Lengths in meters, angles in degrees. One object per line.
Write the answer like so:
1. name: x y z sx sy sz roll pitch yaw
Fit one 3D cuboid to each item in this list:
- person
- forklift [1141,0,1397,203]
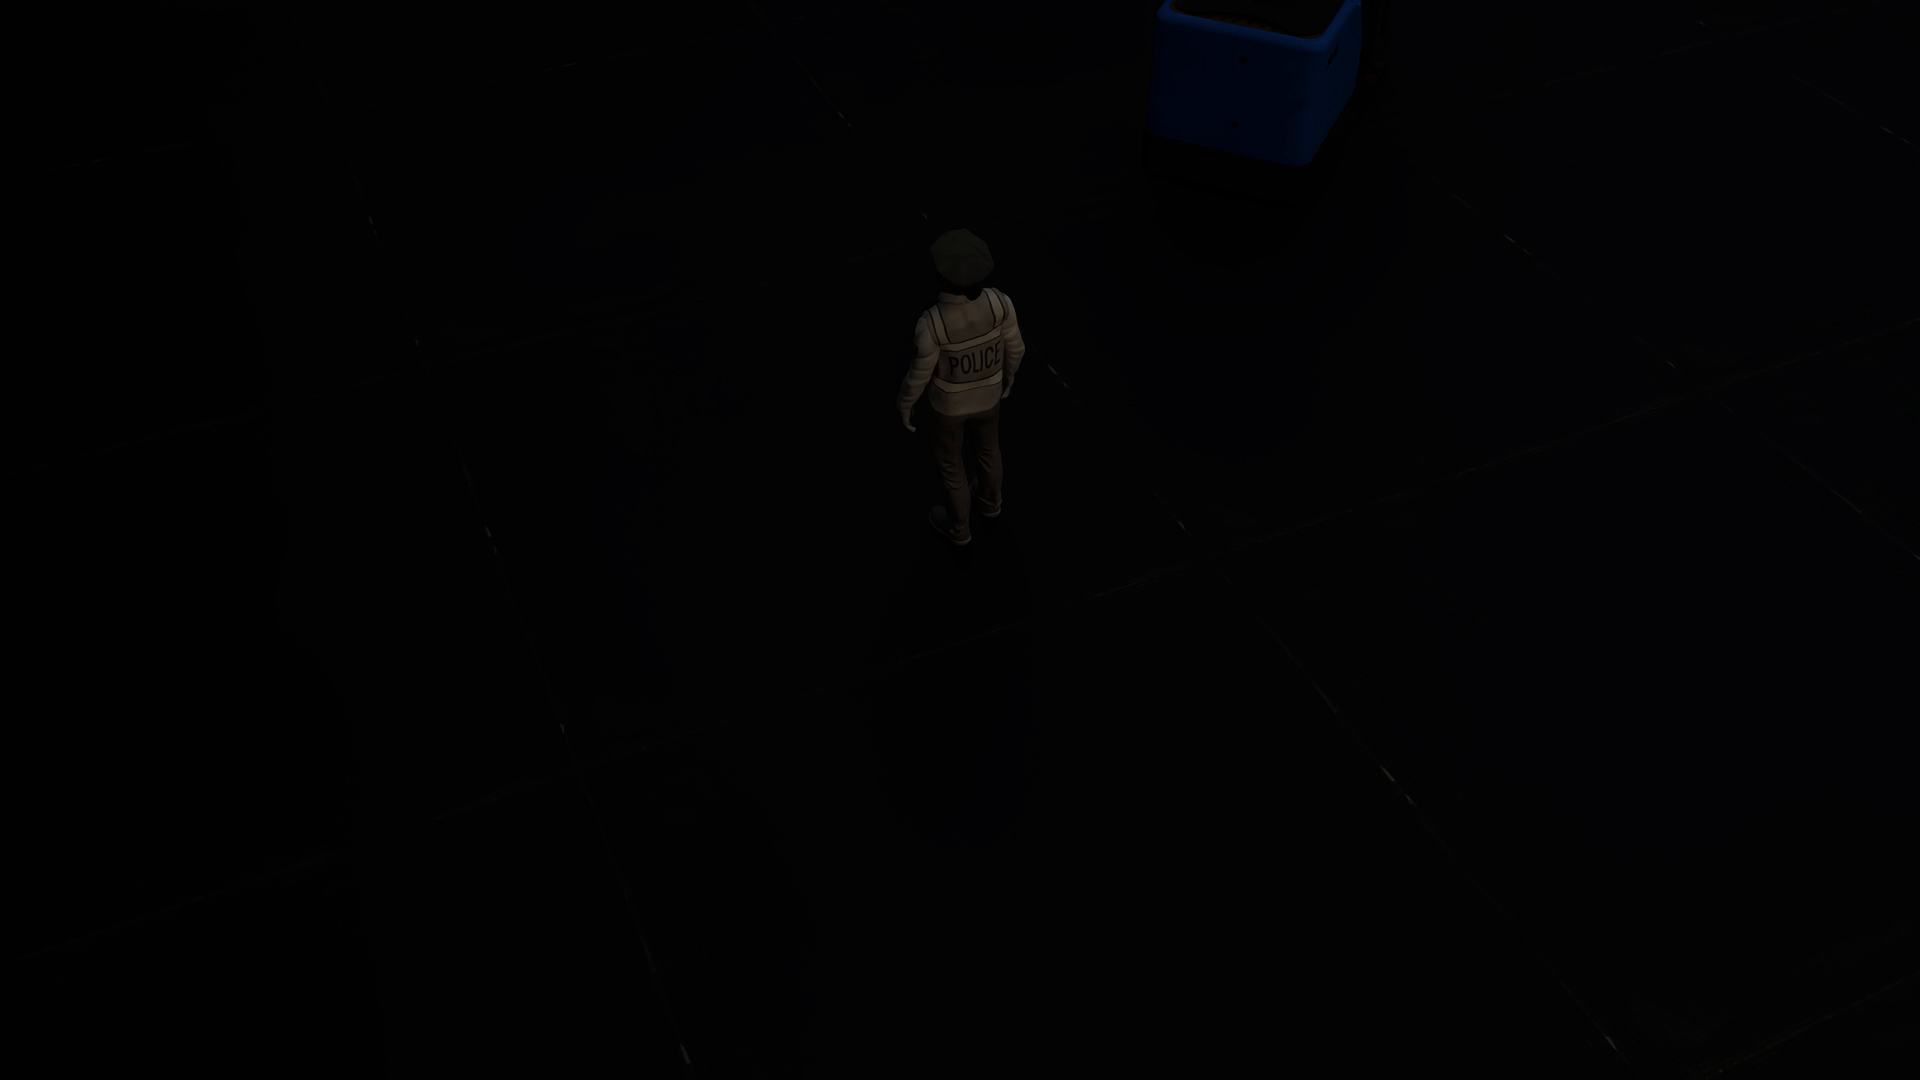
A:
1. person: -0.023 -0.670 7.293 0.586 1.694 0.530 -18 46 -18
2. forklift: 2.191 -4.077 10.048 1.130 2.935 3.031 18 46 18
